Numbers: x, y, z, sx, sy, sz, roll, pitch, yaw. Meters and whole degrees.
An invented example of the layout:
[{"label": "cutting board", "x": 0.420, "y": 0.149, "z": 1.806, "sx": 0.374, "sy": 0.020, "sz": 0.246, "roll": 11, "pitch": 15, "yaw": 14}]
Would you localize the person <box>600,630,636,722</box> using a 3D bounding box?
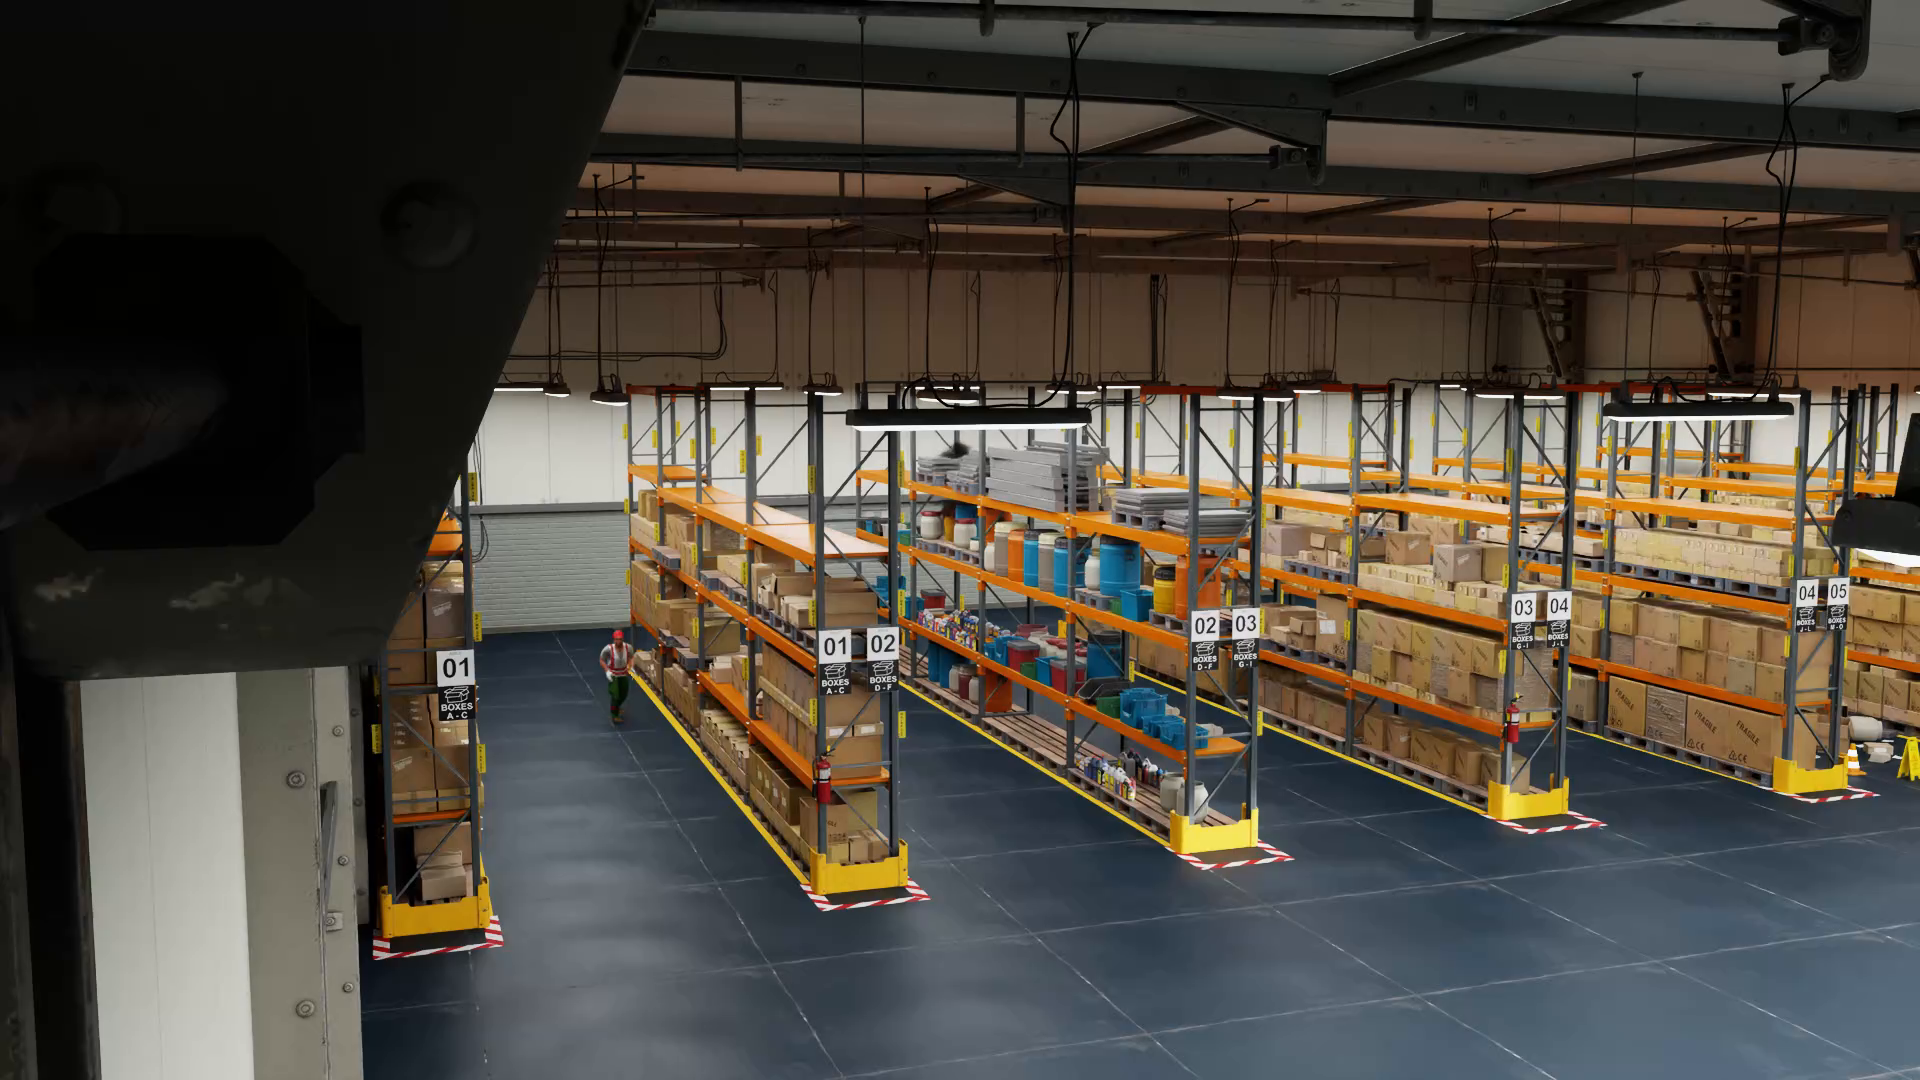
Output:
[{"label": "person", "x": -6.165, "y": 2.415, "z": 29.822, "sx": 0.656, "sy": 1.696, "sz": 0.864, "roll": -4, "pitch": 7, "yaw": -37}]
